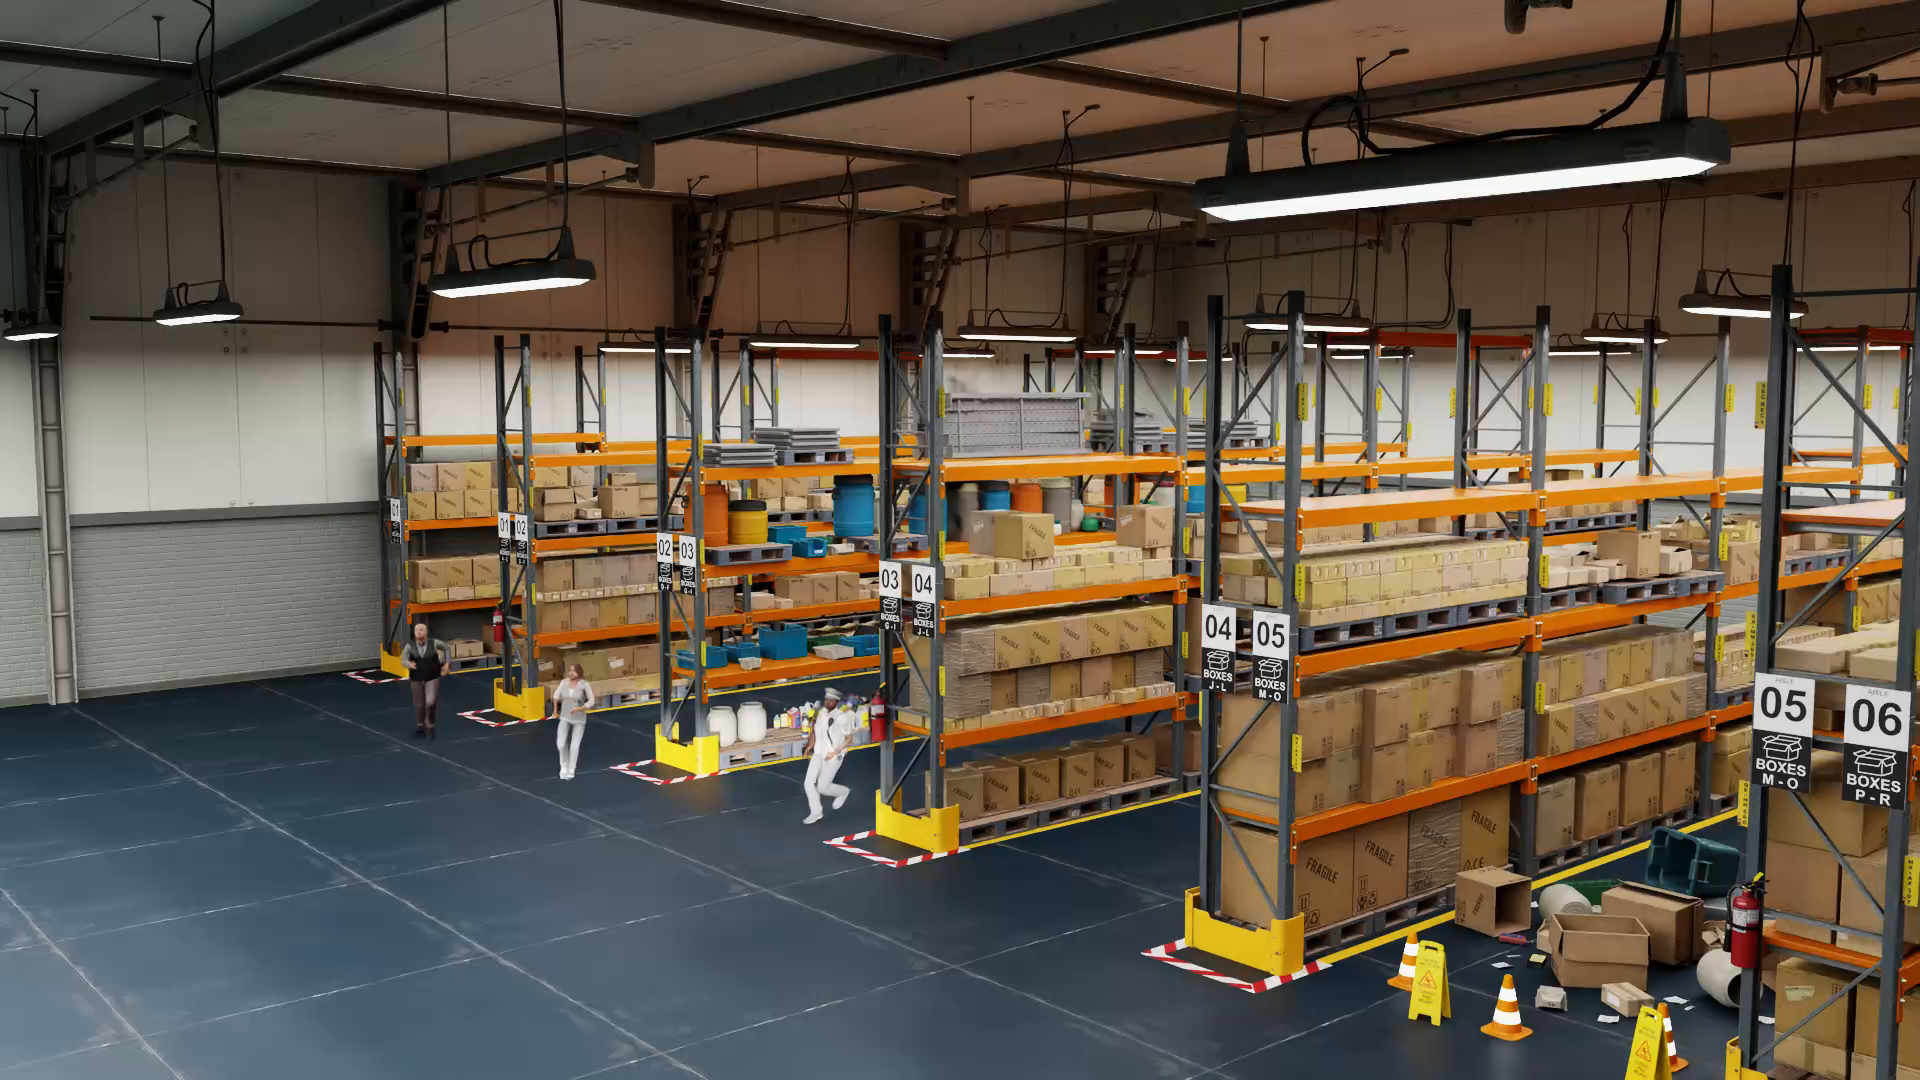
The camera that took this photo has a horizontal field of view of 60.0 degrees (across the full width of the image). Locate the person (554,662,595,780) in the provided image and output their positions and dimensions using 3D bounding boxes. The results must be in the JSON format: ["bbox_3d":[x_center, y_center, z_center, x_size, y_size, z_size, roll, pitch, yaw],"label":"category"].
[{"bbox_3d":[-5.082,2.385,21.864,0.567,1.564,0.546,0,5,-1],"label":"person"}]

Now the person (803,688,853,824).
[{"bbox_3d":[-1.531,2.562,19.853,0.613,1.659,0.613,4,7,40],"label":"person"}]

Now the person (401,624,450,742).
[{"bbox_3d":[-7.860,2.082,24.467,0.666,1.730,0.865,-1,5,-9],"label":"person"}]
